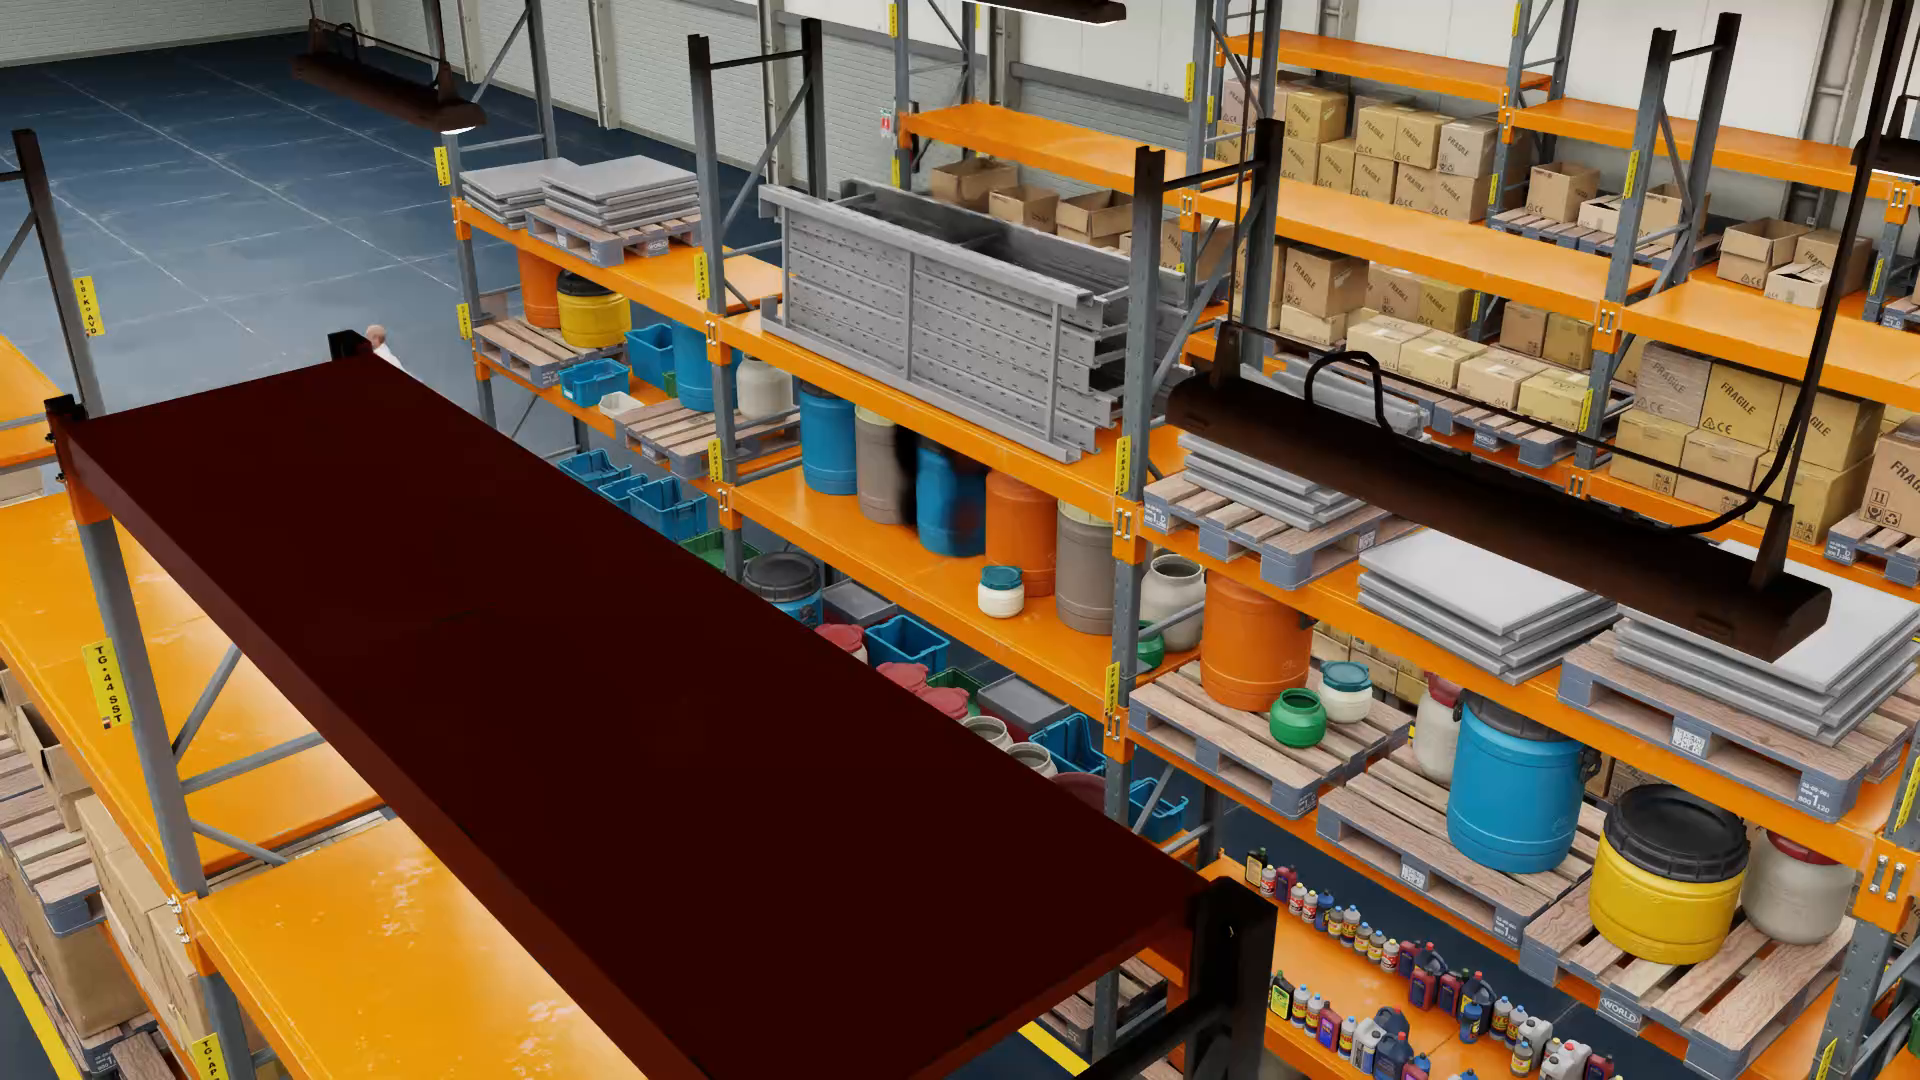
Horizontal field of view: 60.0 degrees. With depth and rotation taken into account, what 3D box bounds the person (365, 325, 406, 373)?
[{"bbox_3d":[-6.416,-1.520,18.613,0.842,1.850,0.672,-6,27,-11],"label":"person"}]
